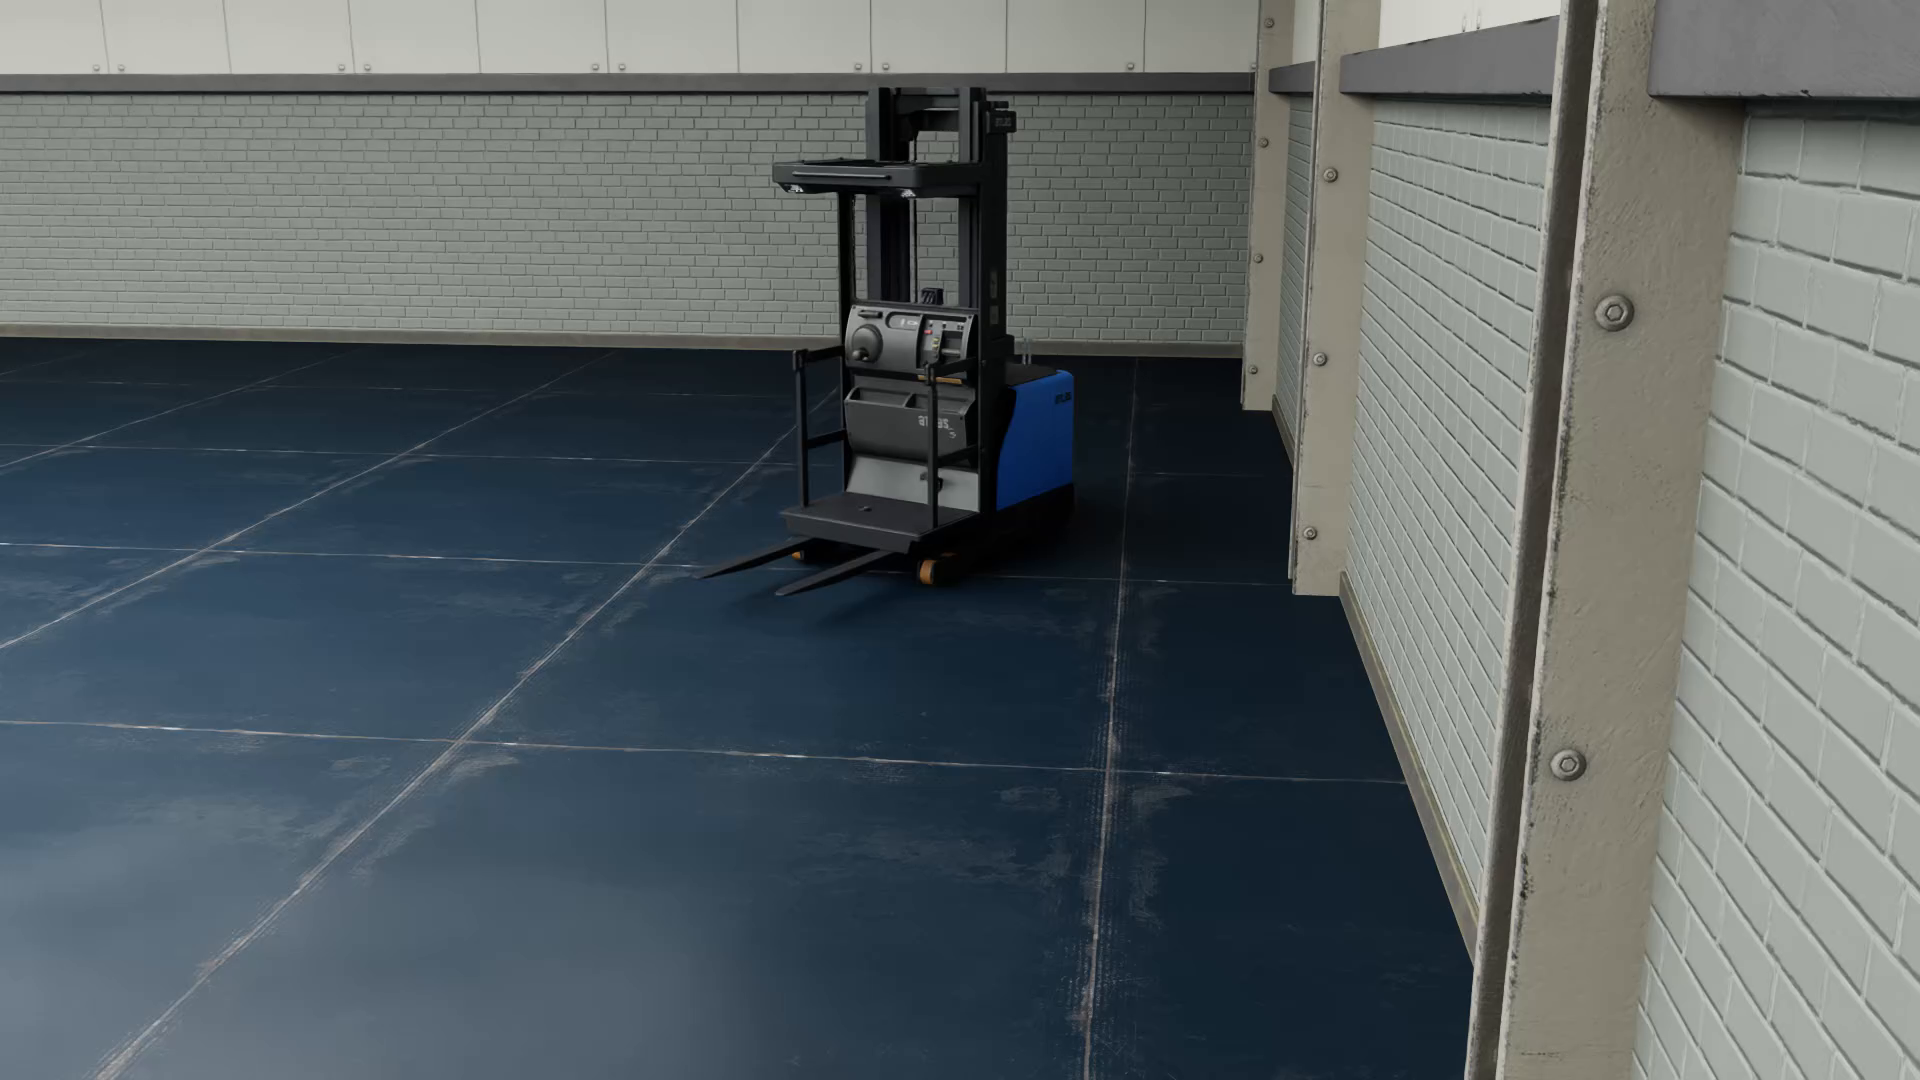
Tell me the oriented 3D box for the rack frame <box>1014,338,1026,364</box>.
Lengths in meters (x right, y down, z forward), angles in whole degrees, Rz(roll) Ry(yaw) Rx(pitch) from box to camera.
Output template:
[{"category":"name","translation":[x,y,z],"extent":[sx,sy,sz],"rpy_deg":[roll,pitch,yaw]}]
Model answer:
[{"category":"rack frame","translation":[0.329,-0.846,11.902],"extent":[0.240,1.200,0.006],"rpy_deg":[4,6,15]}]

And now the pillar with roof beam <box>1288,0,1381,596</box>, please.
[{"category":"pillar with roof beam","translation":[-2.108,-4.192,9.424],"extent":[9.100,9.000,0.400],"rpy_deg":[2,15,6]}]

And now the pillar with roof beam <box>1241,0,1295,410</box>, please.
[{"category":"pillar with roof beam","translation":[-1.431,-5.748,15.179],"extent":[9.100,9.000,0.400],"rpy_deg":[2,15,6]}]

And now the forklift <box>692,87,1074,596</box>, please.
[{"category":"forklift","translation":[-0.434,-1.273,10.256],"extent":[1.130,2.935,3.031],"rpy_deg":[10,18,32]}]

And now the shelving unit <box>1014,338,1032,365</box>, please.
[{"category":"shelving unit","translation":[0.353,-0.854,11.990],"extent":[0.258,1.200,0.189],"rpy_deg":[4,6,15]}]

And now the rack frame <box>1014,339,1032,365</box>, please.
[{"category":"rack frame","translation":[0.377,-0.861,12.078],"extent":[0.240,1.200,0.006],"rpy_deg":[4,6,15]}]
